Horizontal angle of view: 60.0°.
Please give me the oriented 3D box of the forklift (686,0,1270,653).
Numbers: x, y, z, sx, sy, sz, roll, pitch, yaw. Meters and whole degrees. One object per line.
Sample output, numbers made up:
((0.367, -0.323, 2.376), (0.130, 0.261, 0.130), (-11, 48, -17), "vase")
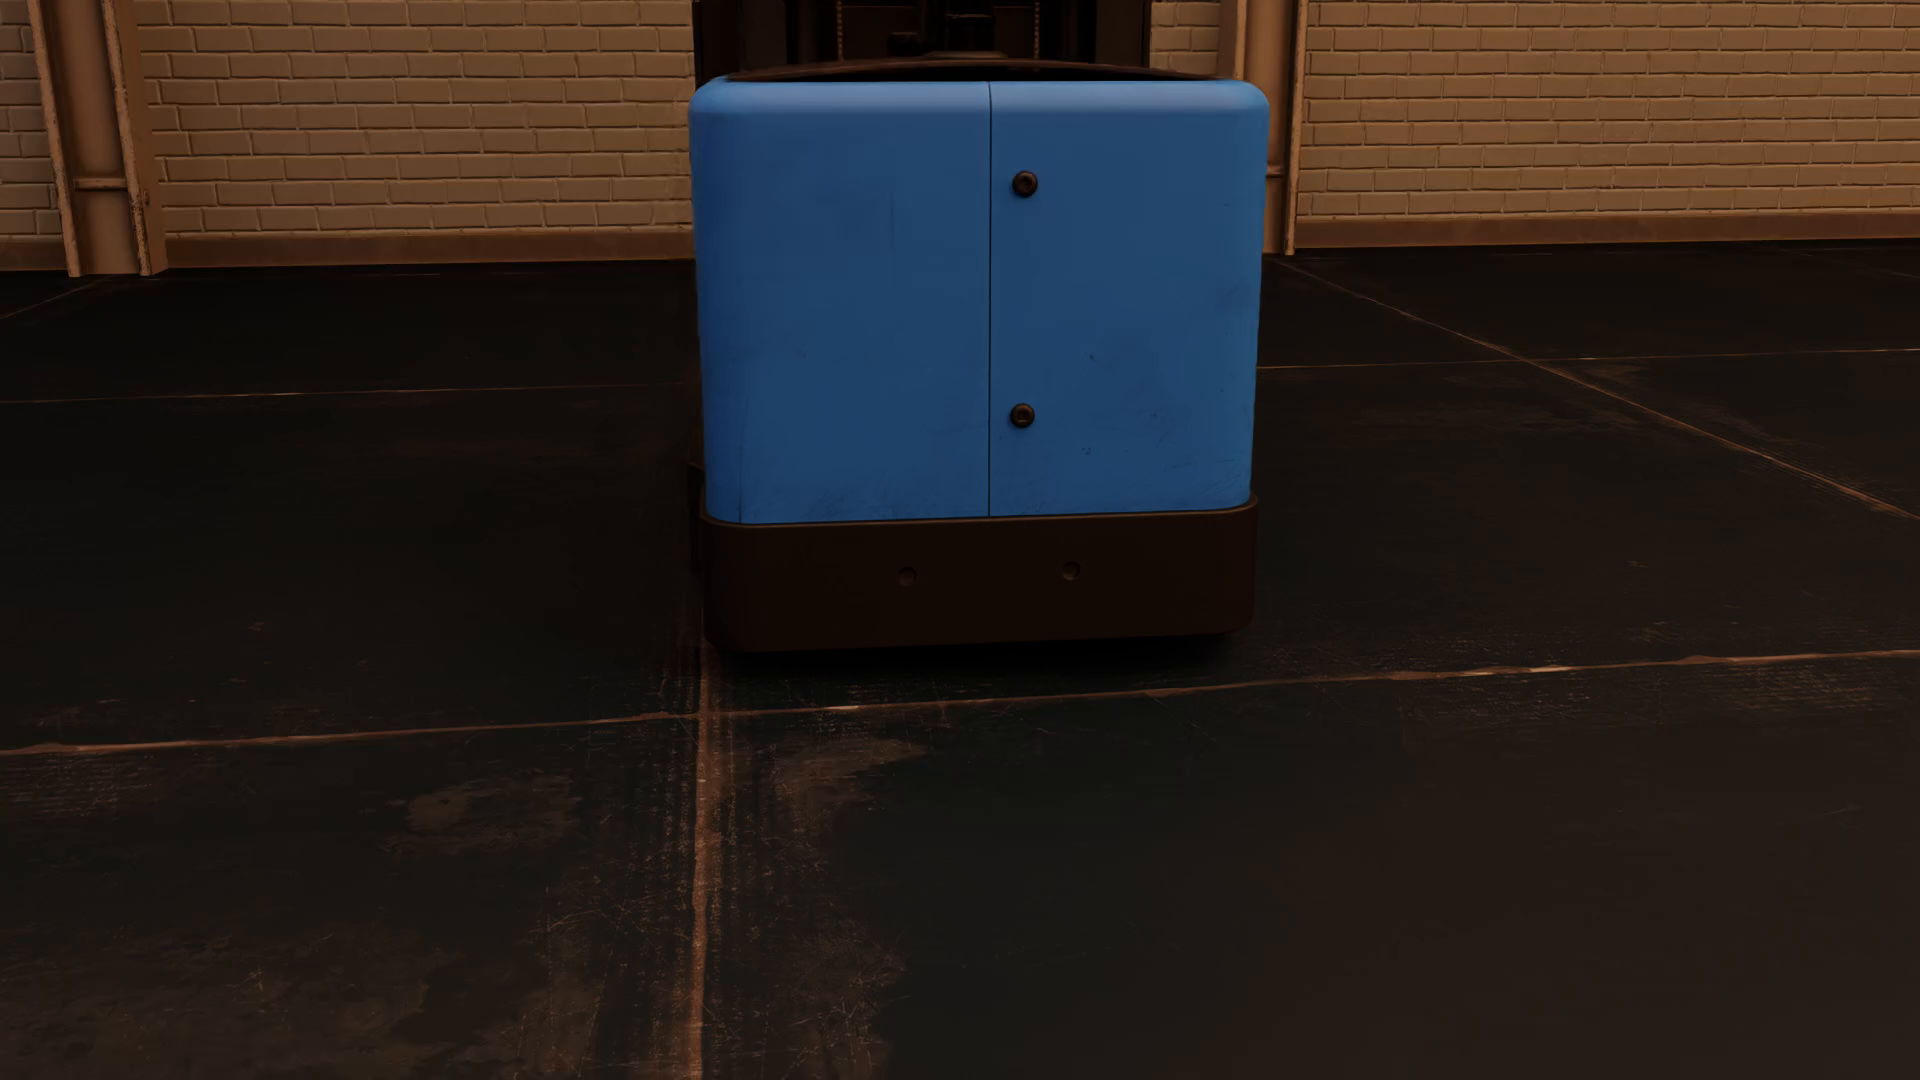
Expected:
((-0.117, -1.576, 4.117), (1.130, 2.935, 3.031), (-2, 17, -6), "forklift")
